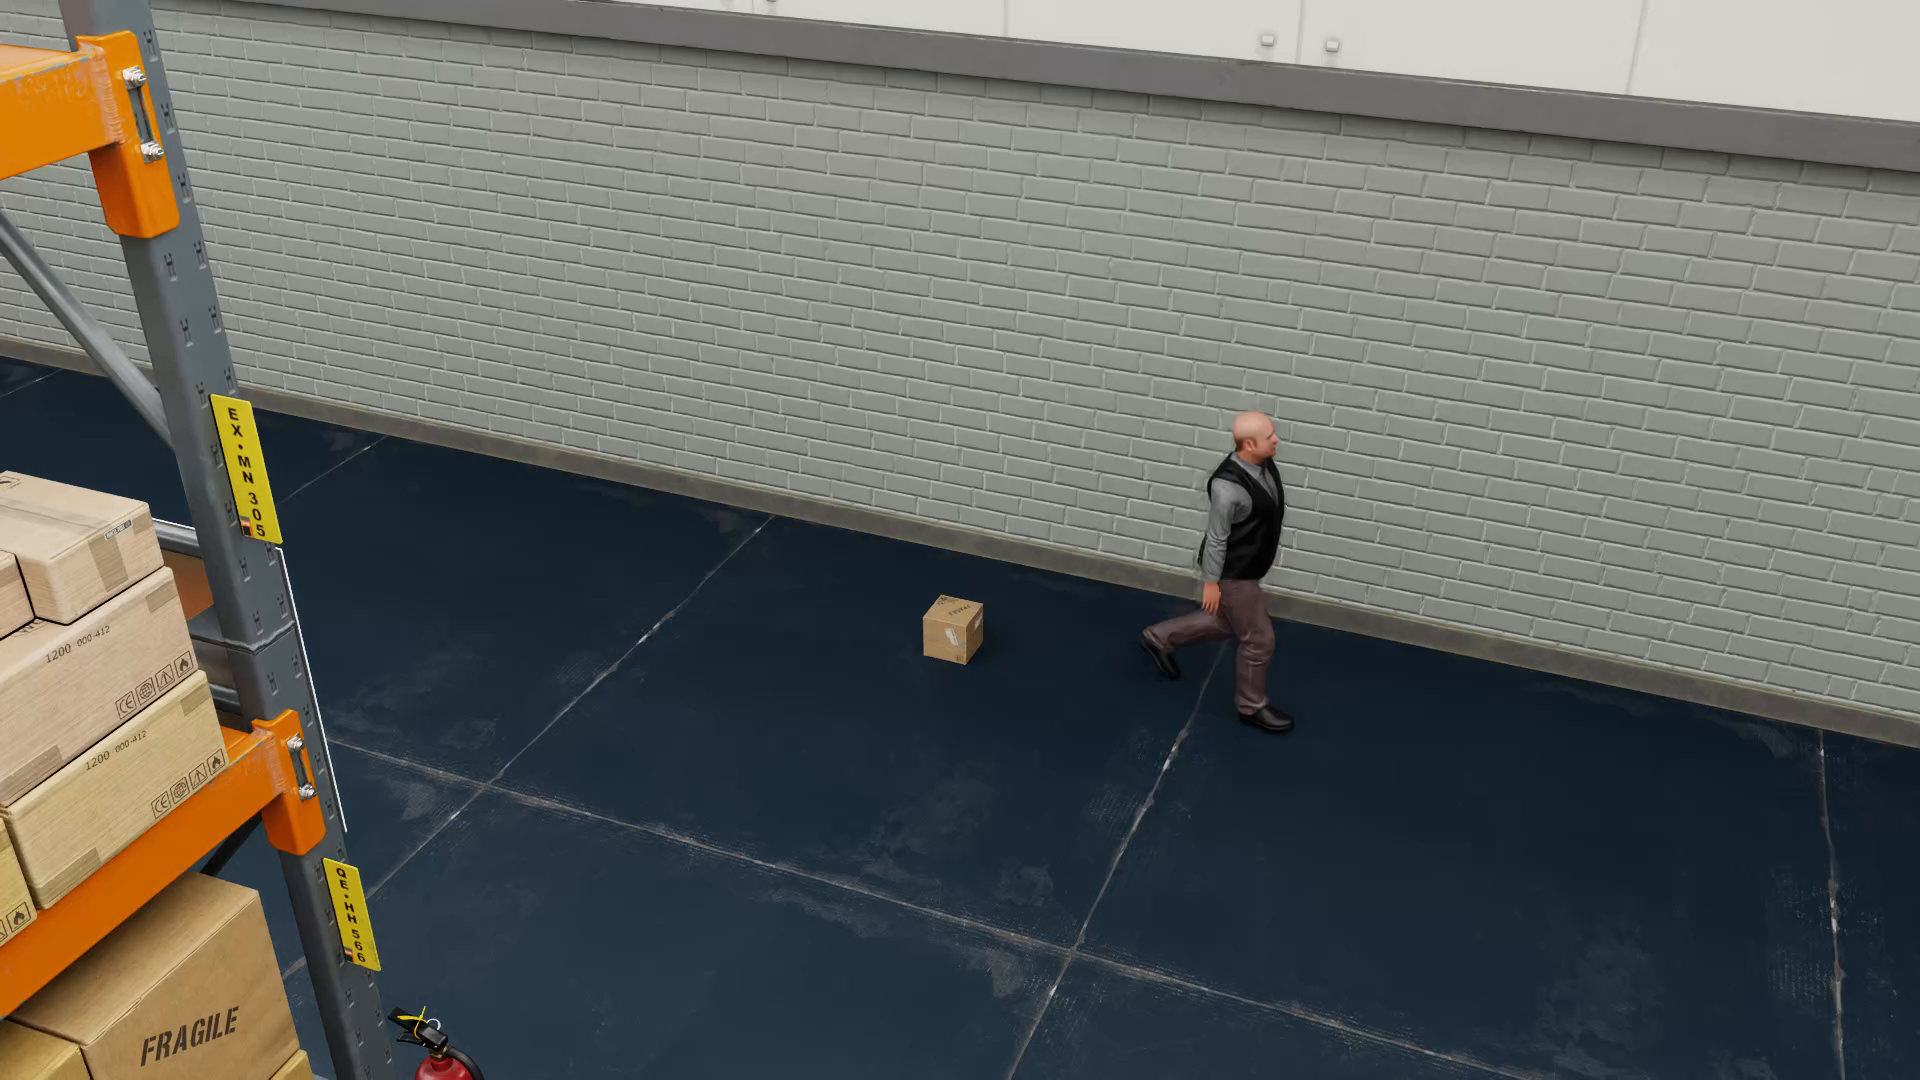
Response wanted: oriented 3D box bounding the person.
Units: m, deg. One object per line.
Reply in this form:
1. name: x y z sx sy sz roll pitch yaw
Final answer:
1. person: 1.318 0.109 8.226 0.890 1.694 0.550 13 32 21
